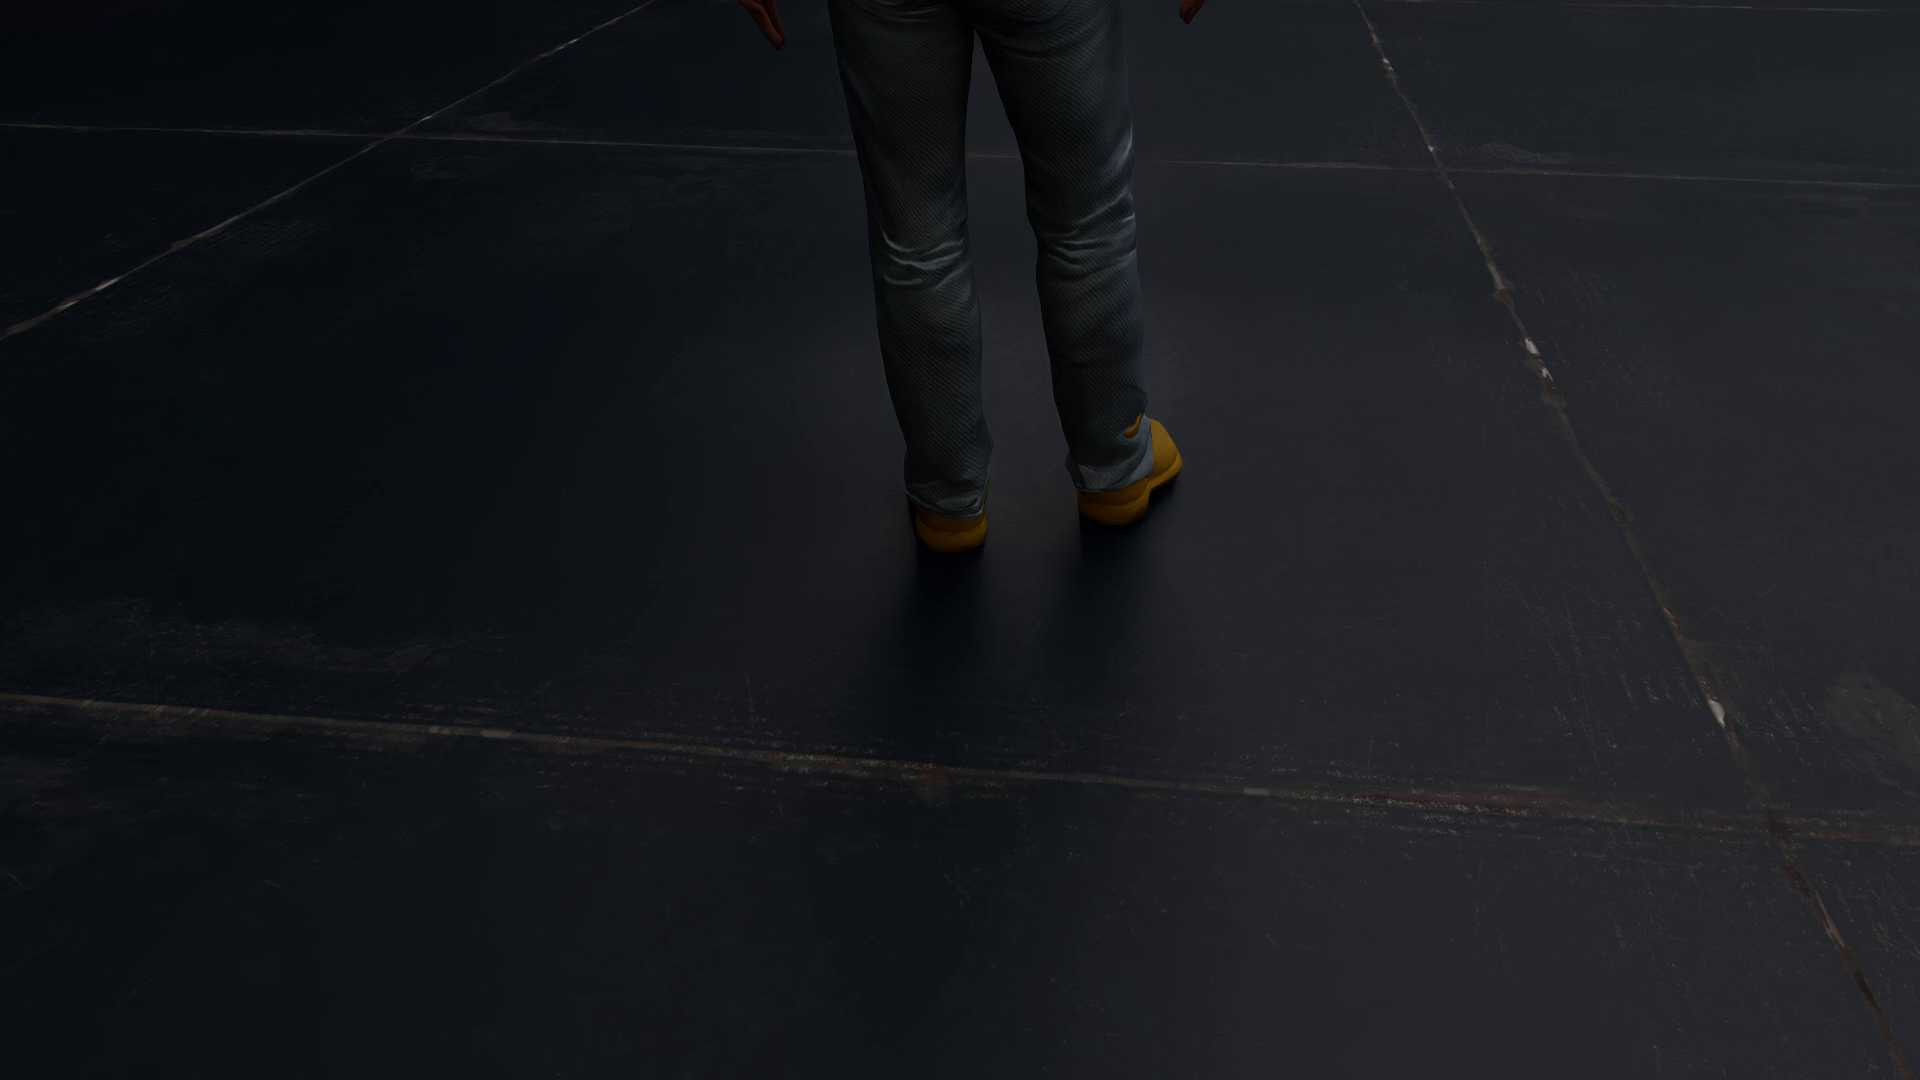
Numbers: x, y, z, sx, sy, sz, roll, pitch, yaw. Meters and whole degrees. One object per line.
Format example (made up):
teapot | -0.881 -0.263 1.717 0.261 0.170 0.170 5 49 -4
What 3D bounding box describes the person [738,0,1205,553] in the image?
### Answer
person | 0.015 -0.828 2.164 0.665 1.768 0.575 3 27 7
